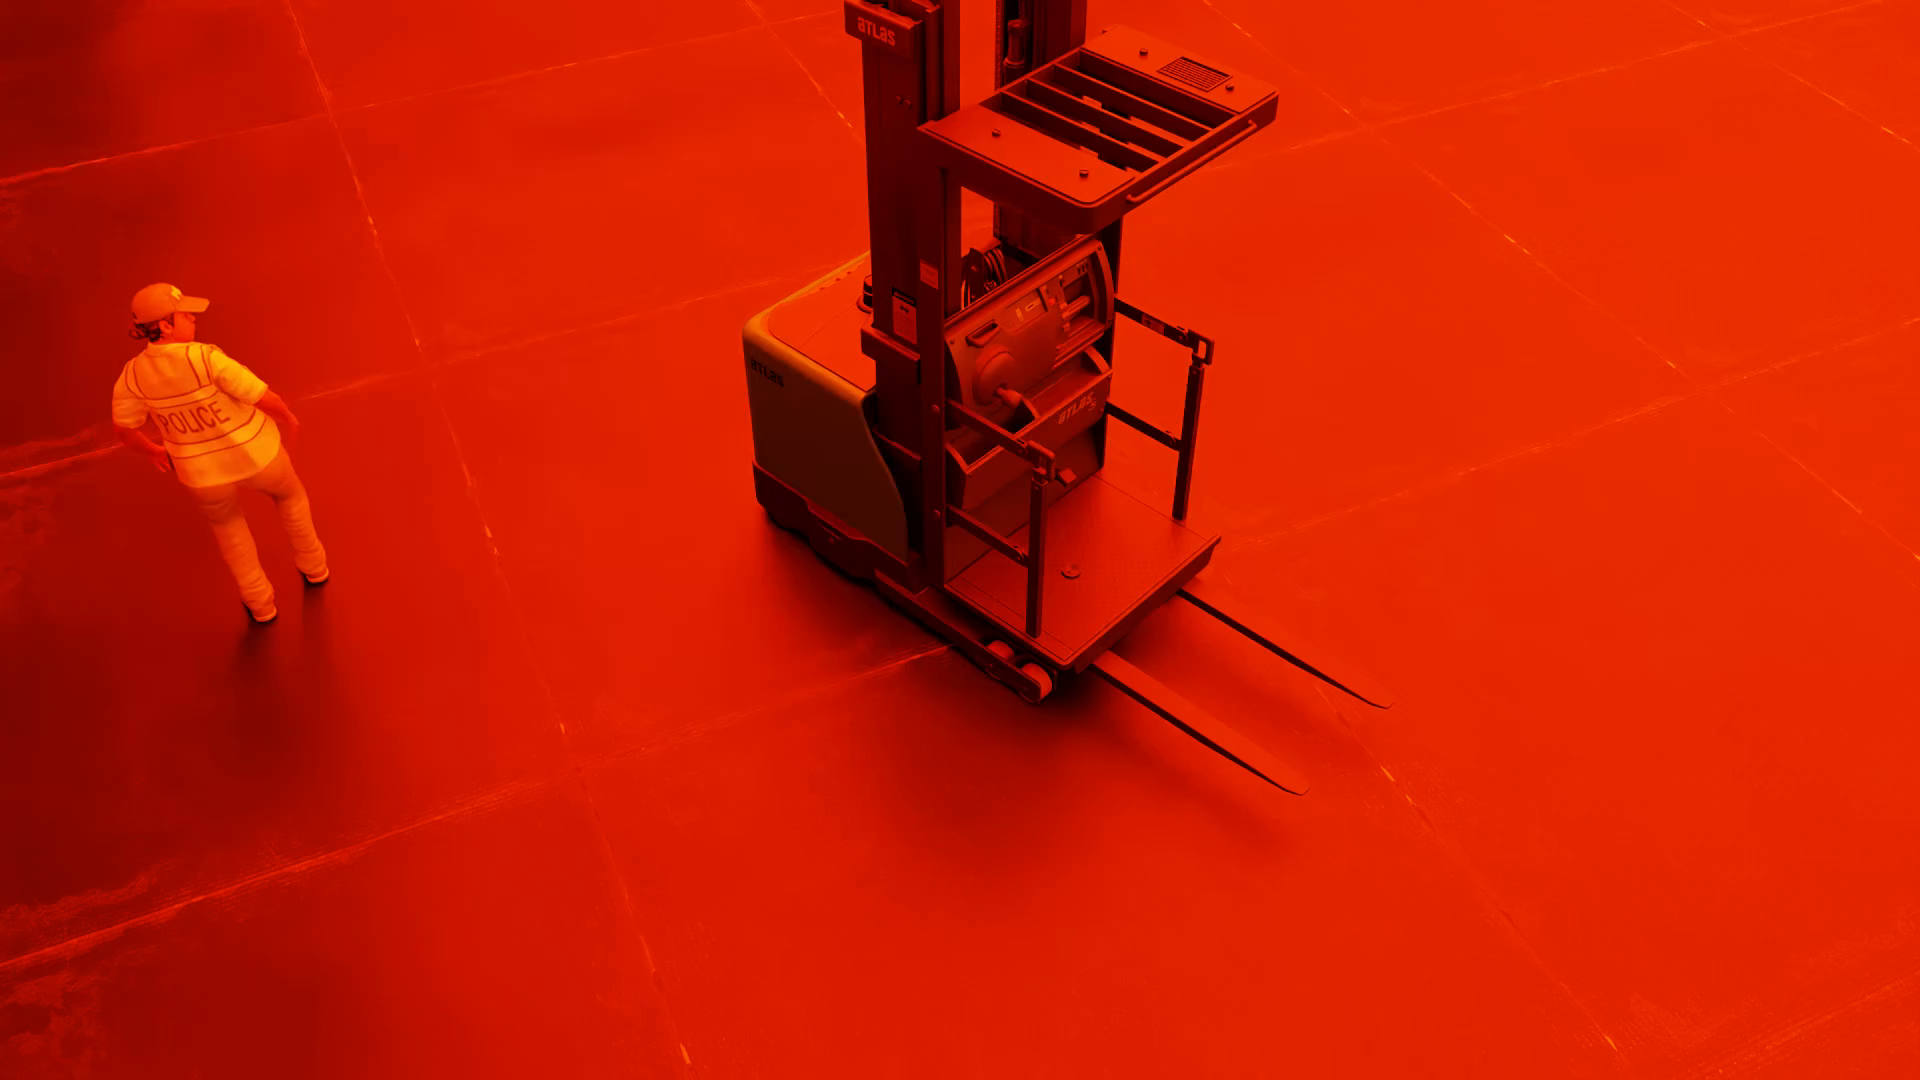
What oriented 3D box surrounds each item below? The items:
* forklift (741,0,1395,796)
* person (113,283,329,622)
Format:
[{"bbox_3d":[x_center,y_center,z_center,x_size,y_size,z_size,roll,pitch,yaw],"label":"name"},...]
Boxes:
[{"bbox_3d":[0.445,-0.788,6.525,3.031,2.935,1.130,32,52,30],"label":"forklift"},{"bbox_3d":[-3.132,-0.370,7.031,0.673,1.641,0.512,-12,44,-13],"label":"person"}]
